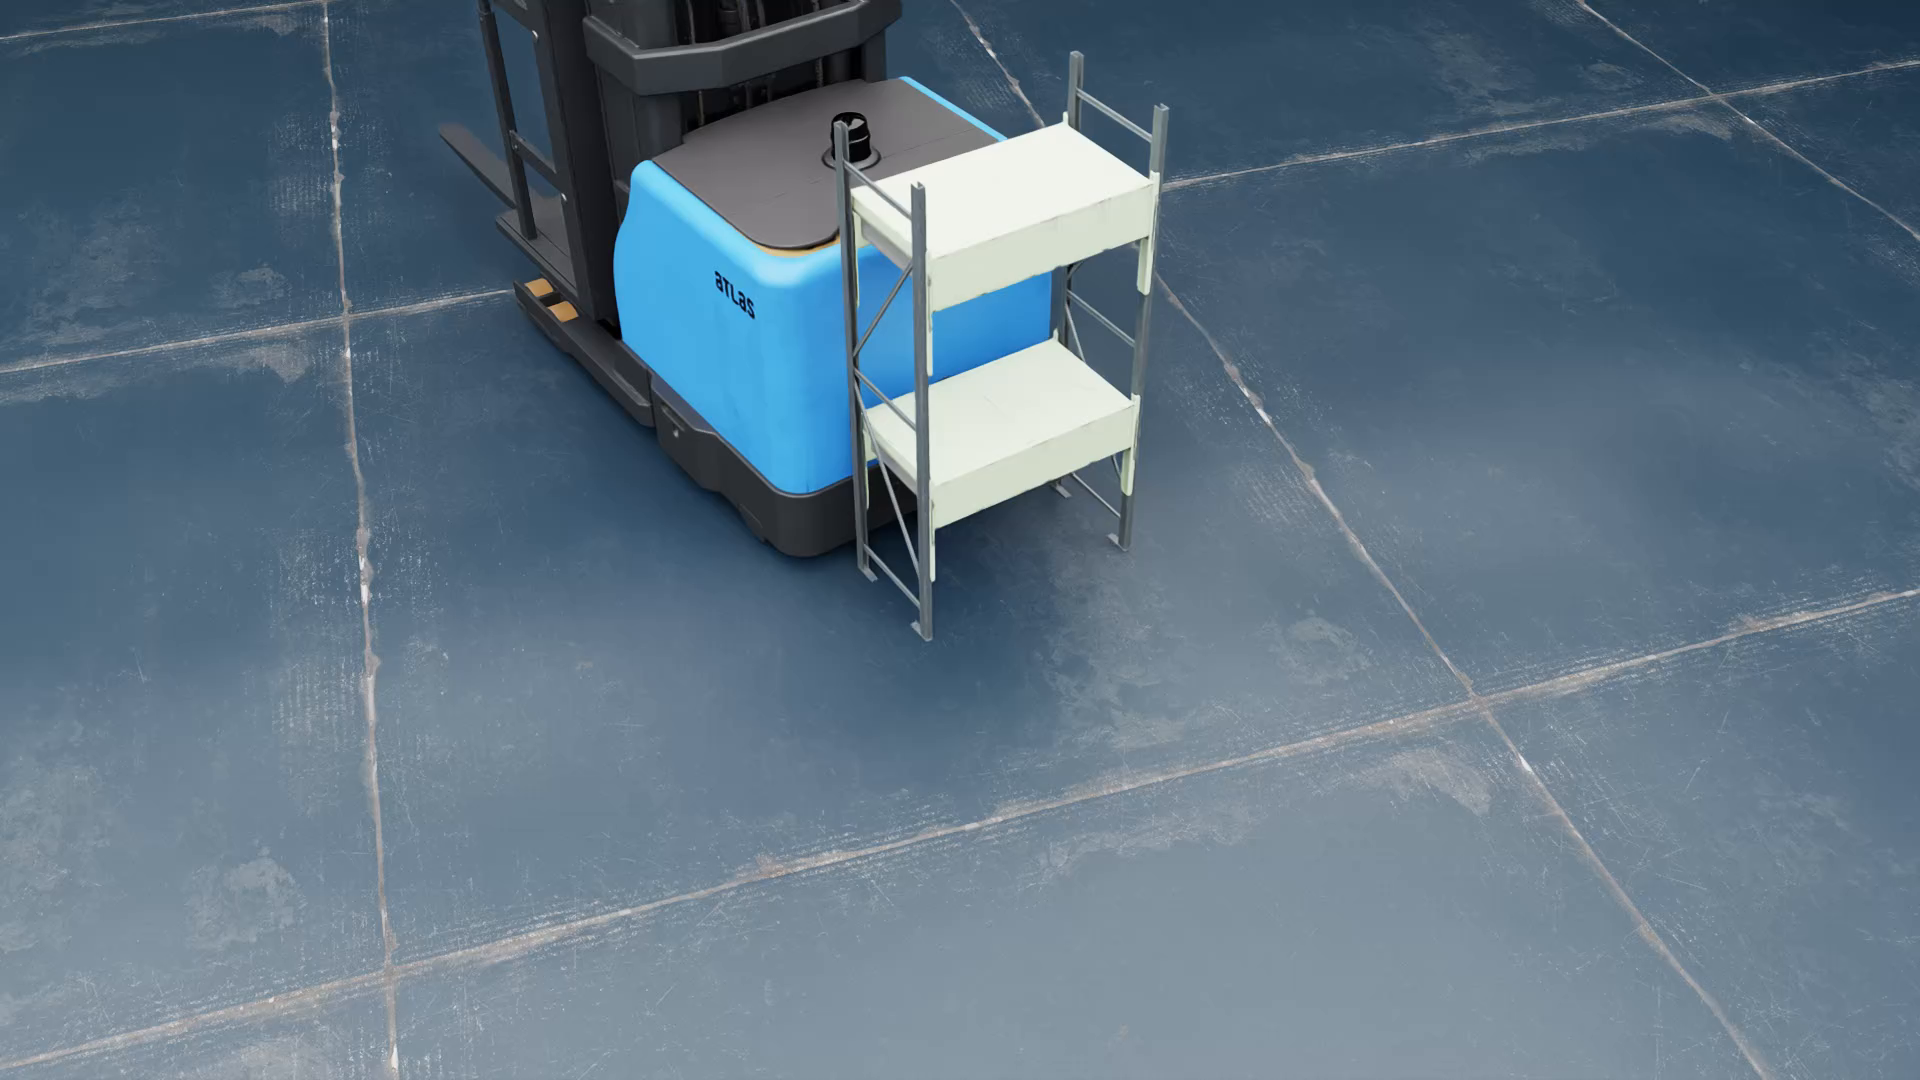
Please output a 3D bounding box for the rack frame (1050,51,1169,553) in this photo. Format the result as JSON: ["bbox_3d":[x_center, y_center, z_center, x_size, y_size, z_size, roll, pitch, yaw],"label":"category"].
[{"bbox_3d":[0.414,-0.638,4.841,0.023,1.500,0.400,-23,46,-24],"label":"rack frame"}]

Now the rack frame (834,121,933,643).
[{"bbox_3d":[-0.199,-0.375,4.539,0.023,1.500,0.400,-23,46,-24],"label":"rack frame"}]

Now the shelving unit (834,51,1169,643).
[{"bbox_3d":[0.107,-0.507,4.690,0.755,1.500,0.431,-23,46,-24],"label":"shelving unit"}]

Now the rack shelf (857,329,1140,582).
[{"bbox_3d":[0.107,-0.261,4.904,0.720,0.370,0.431,-23,46,-24],"label":"rack shelf"}]

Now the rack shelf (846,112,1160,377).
[{"bbox_3d":[0.107,-0.801,4.433,0.720,0.370,0.431,-23,46,-24],"label":"rack shelf"}]

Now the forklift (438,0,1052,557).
[{"bbox_3d":[-0.983,-1.973,5.281,1.130,2.935,3.031,-26,47,-27],"label":"forklift"}]
